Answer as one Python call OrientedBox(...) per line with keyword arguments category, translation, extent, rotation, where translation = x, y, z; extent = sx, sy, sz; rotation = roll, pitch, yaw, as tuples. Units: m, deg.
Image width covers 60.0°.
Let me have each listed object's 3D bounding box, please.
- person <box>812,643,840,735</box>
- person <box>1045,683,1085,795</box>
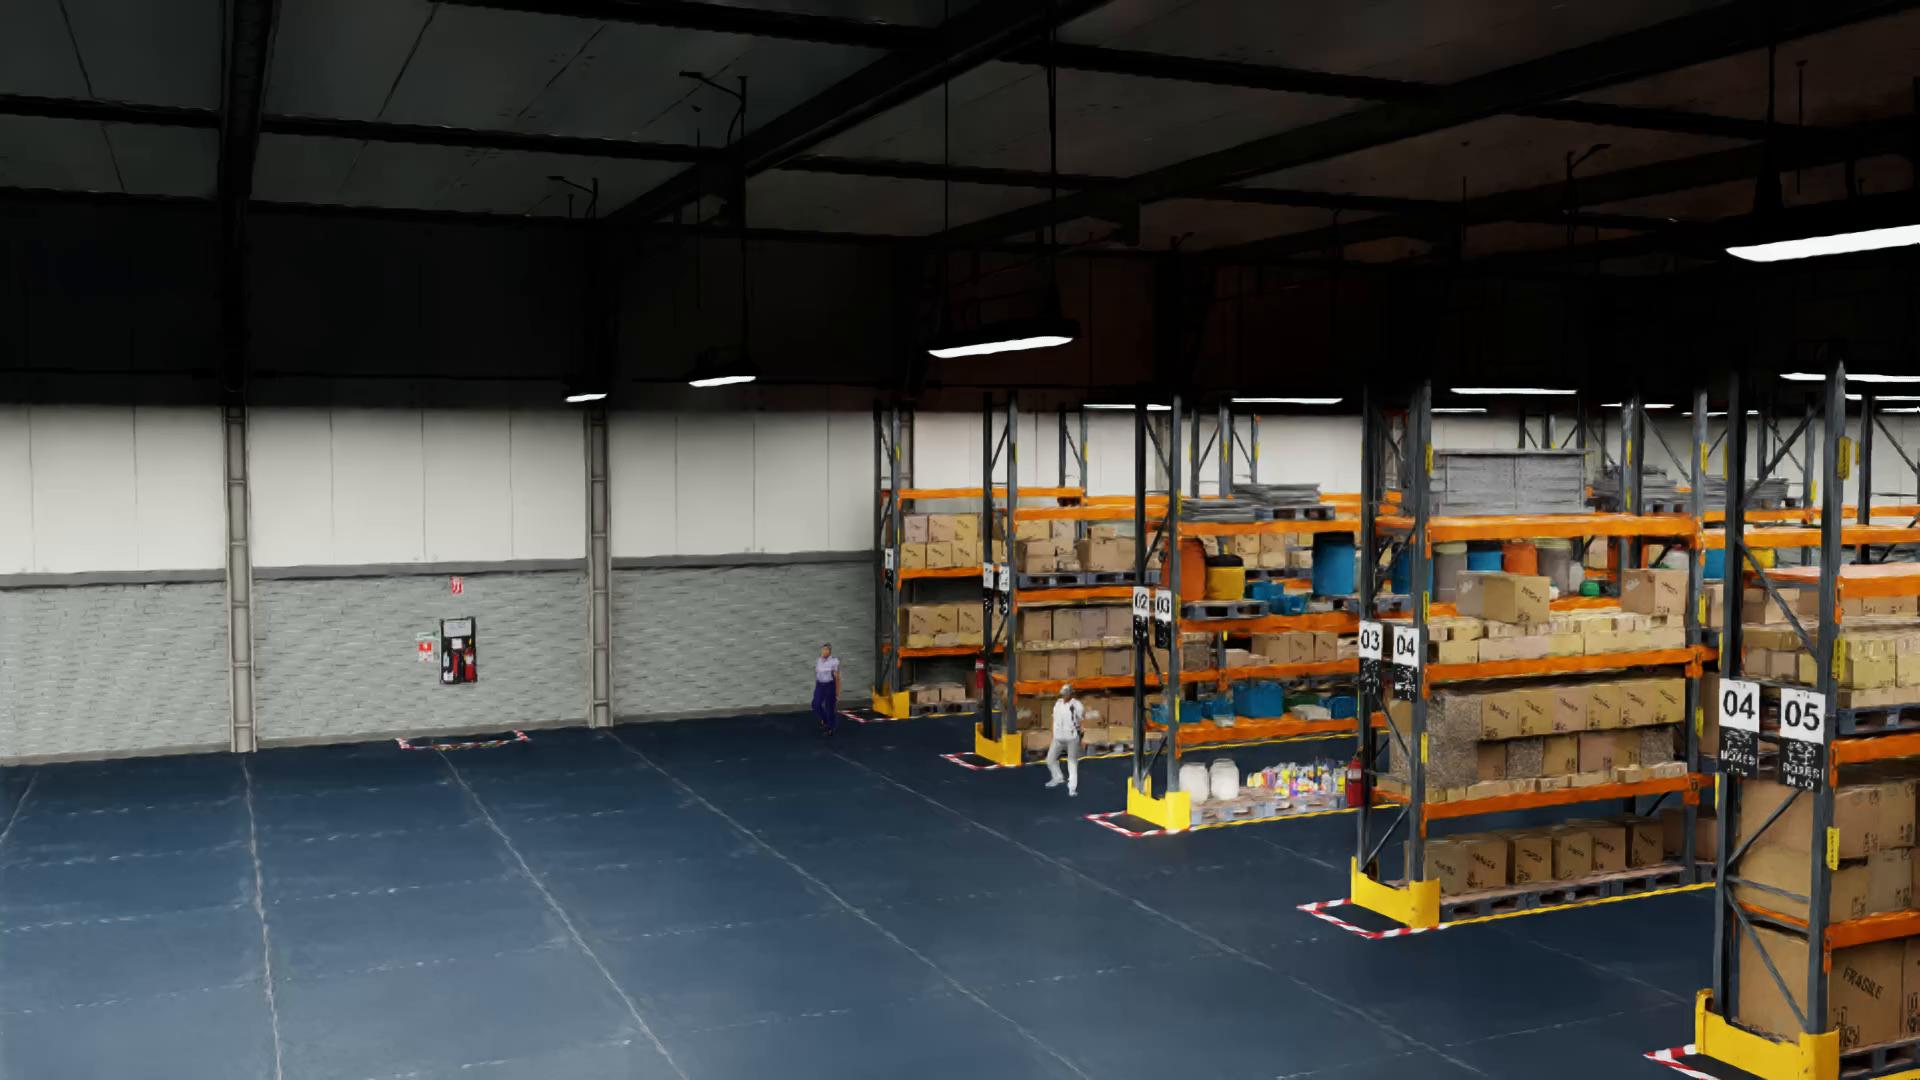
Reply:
OrientedBox(category="person", translation=(-2.352, 2.627, 29.606), extent=(0.560, 1.642, 0.520), rotation=(2, 4, 28))
OrientedBox(category="person", translation=(1.525, 2.910, 24.501), extent=(0.650, 1.655, 0.531), rotation=(2, 4, 24))
